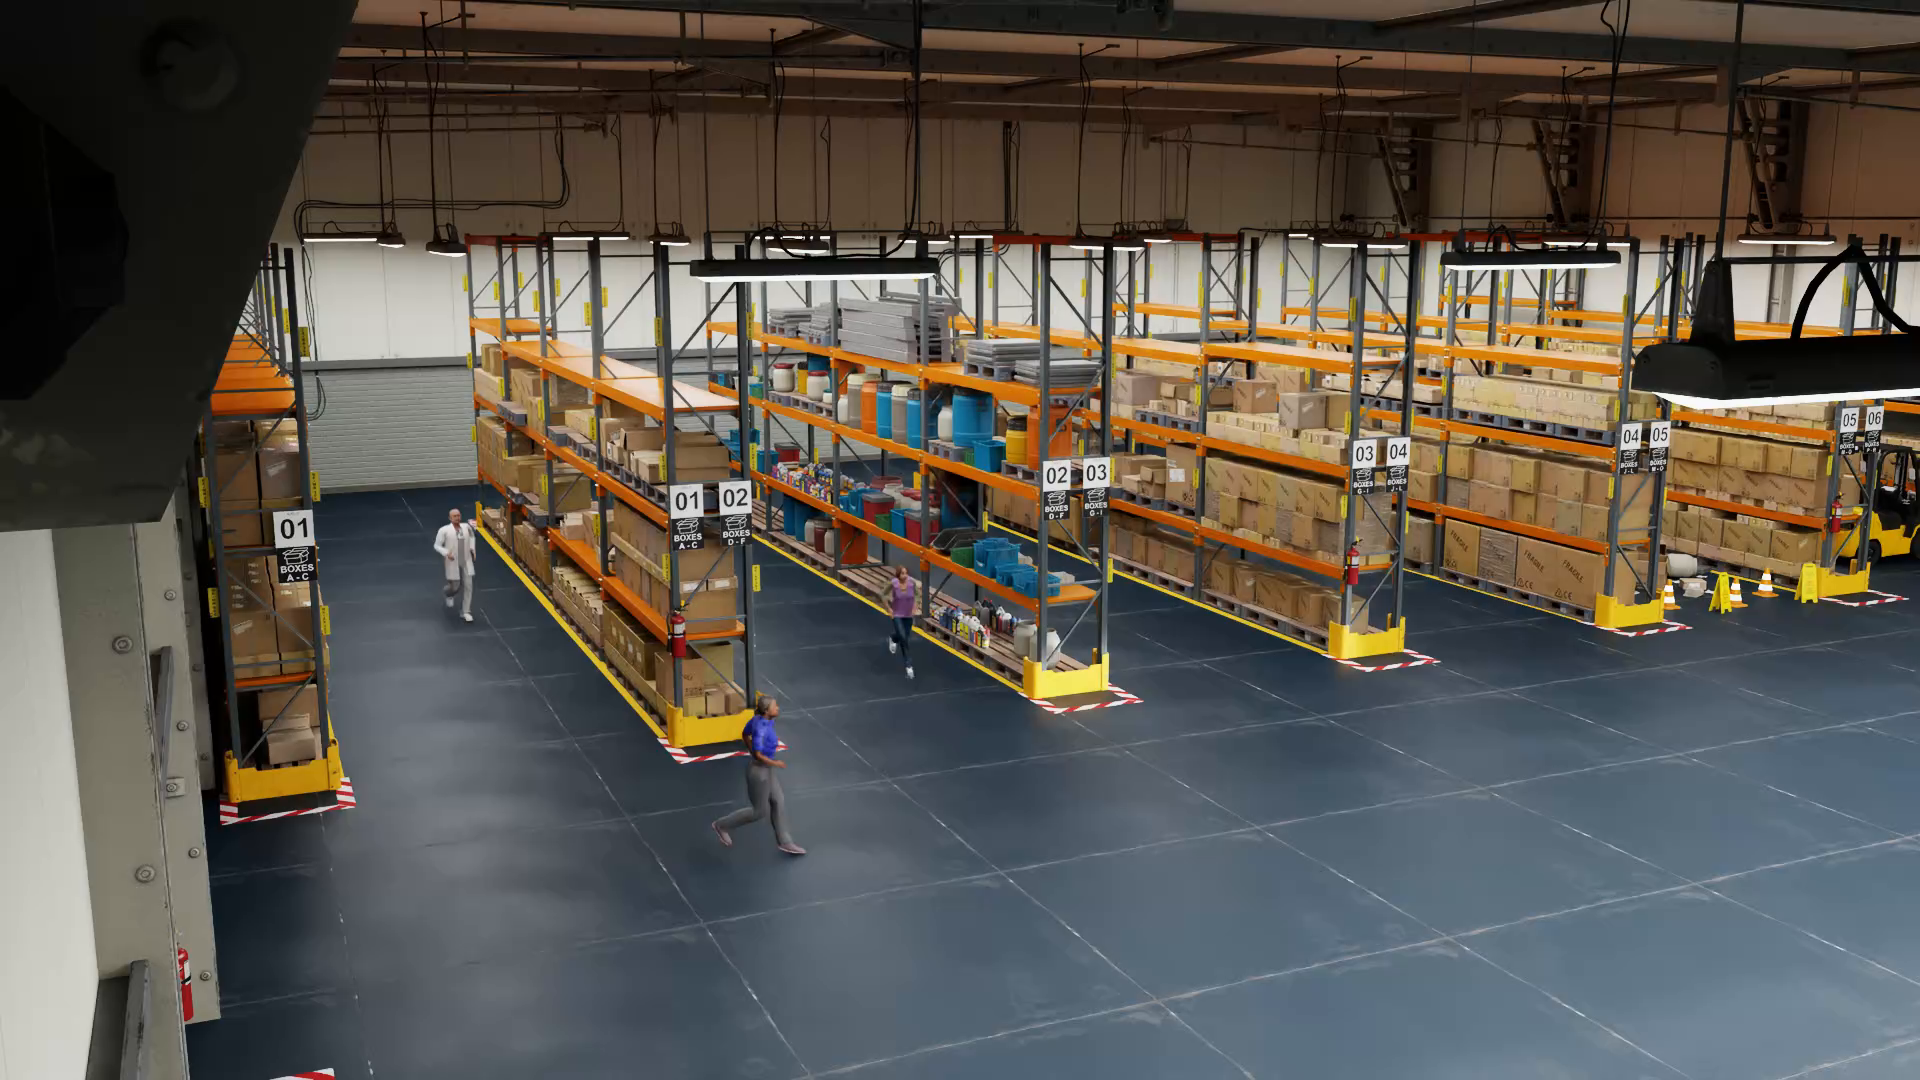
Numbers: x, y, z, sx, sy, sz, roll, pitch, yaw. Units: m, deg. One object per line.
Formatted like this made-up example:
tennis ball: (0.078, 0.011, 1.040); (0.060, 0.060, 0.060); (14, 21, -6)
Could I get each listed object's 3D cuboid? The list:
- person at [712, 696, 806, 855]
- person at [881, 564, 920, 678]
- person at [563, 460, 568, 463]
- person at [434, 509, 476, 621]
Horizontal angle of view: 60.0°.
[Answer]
person: (-2.031, 2.366, 16.669); (0.935, 1.651, 0.599); (-1, 11, -7)
person: (-0.847, 1.081, 23.500); (0.534, 1.586, 0.968); (-4, 12, -20)
person: (-8.315, -1.302, 35.473); (0.647, 1.727, 0.700); (7, 13, 32)
person: (-8.037, 0.375, 26.619); (0.712, 1.764, 0.918); (-8, 14, -36)
